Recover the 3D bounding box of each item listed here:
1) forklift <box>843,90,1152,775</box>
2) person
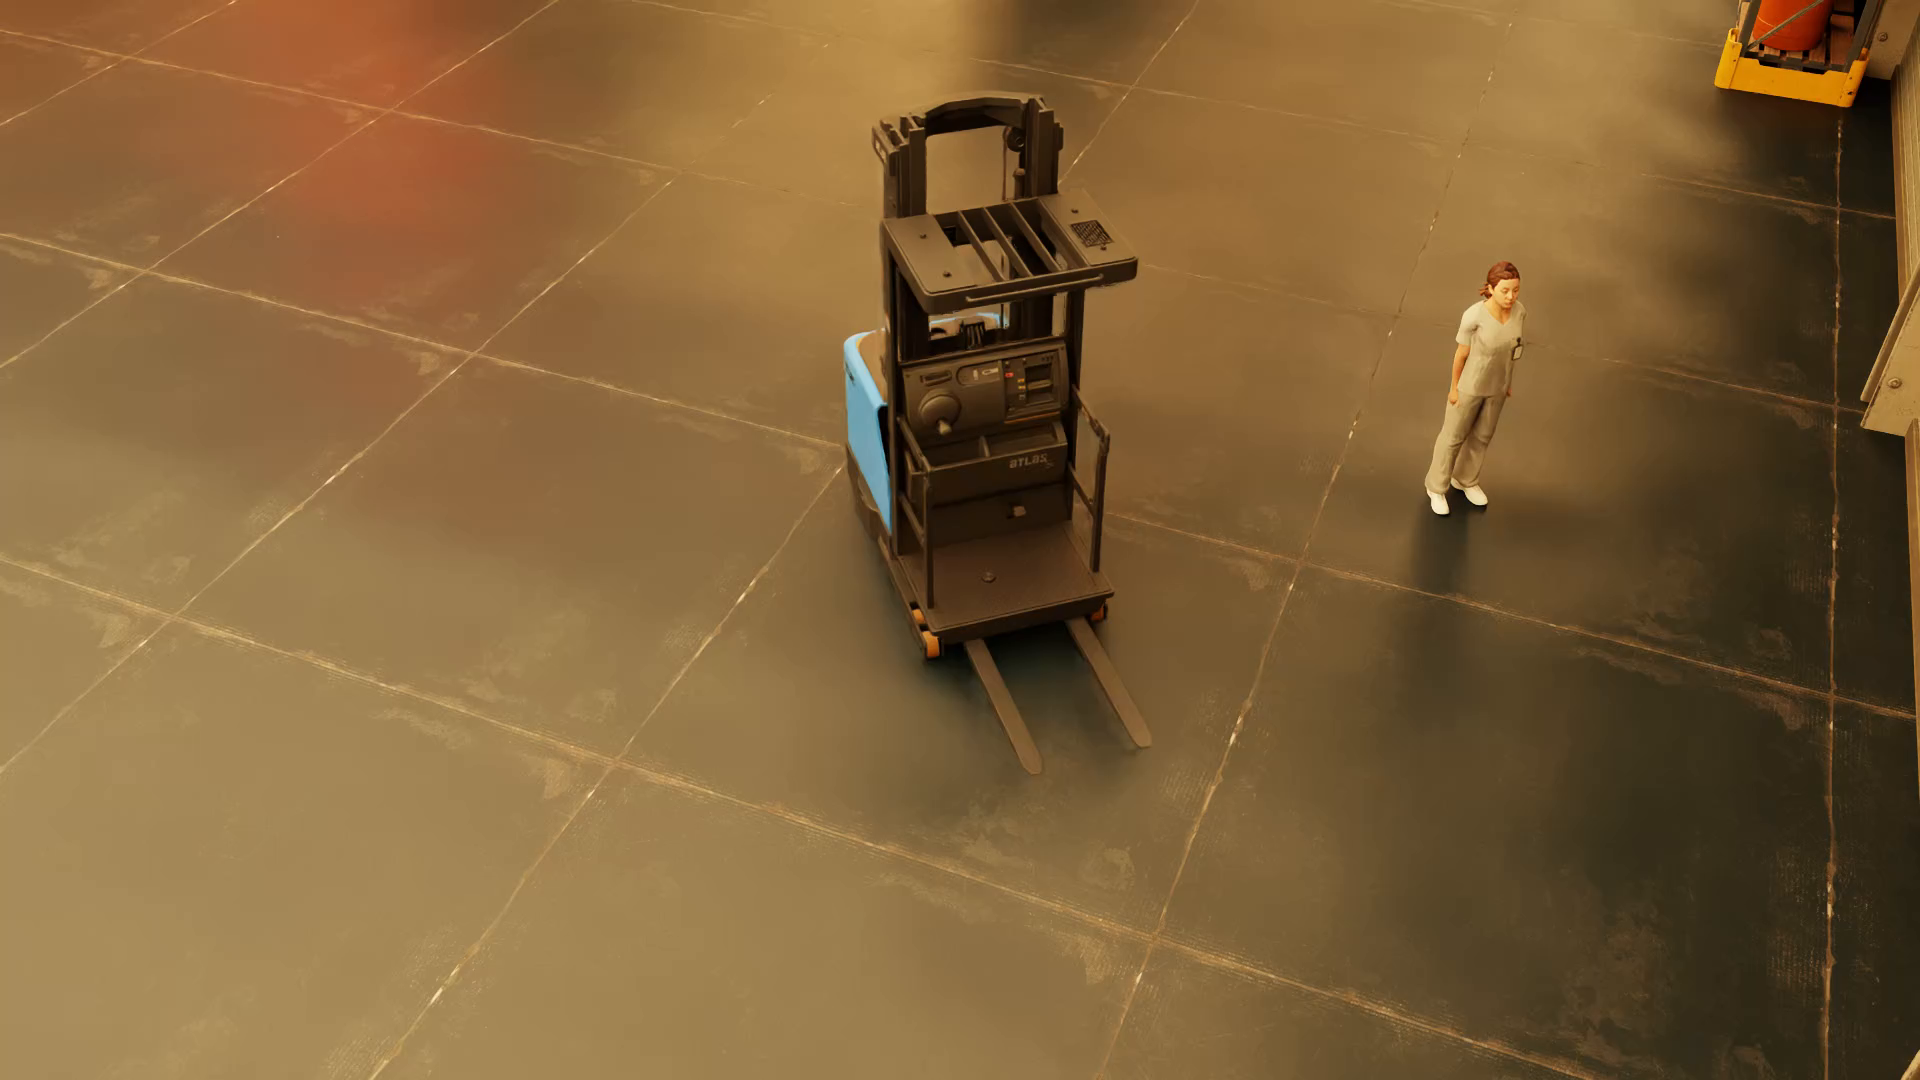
[{"bbox_3d":[0.215,-0.740,8.891,1.130,2.935,3.031,-12,41,-14],"label":"forklift"},{"bbox_3d":[3.164,-0.929,10.098,0.432,1.672,0.373,-12,41,-14],"label":"person"}]
